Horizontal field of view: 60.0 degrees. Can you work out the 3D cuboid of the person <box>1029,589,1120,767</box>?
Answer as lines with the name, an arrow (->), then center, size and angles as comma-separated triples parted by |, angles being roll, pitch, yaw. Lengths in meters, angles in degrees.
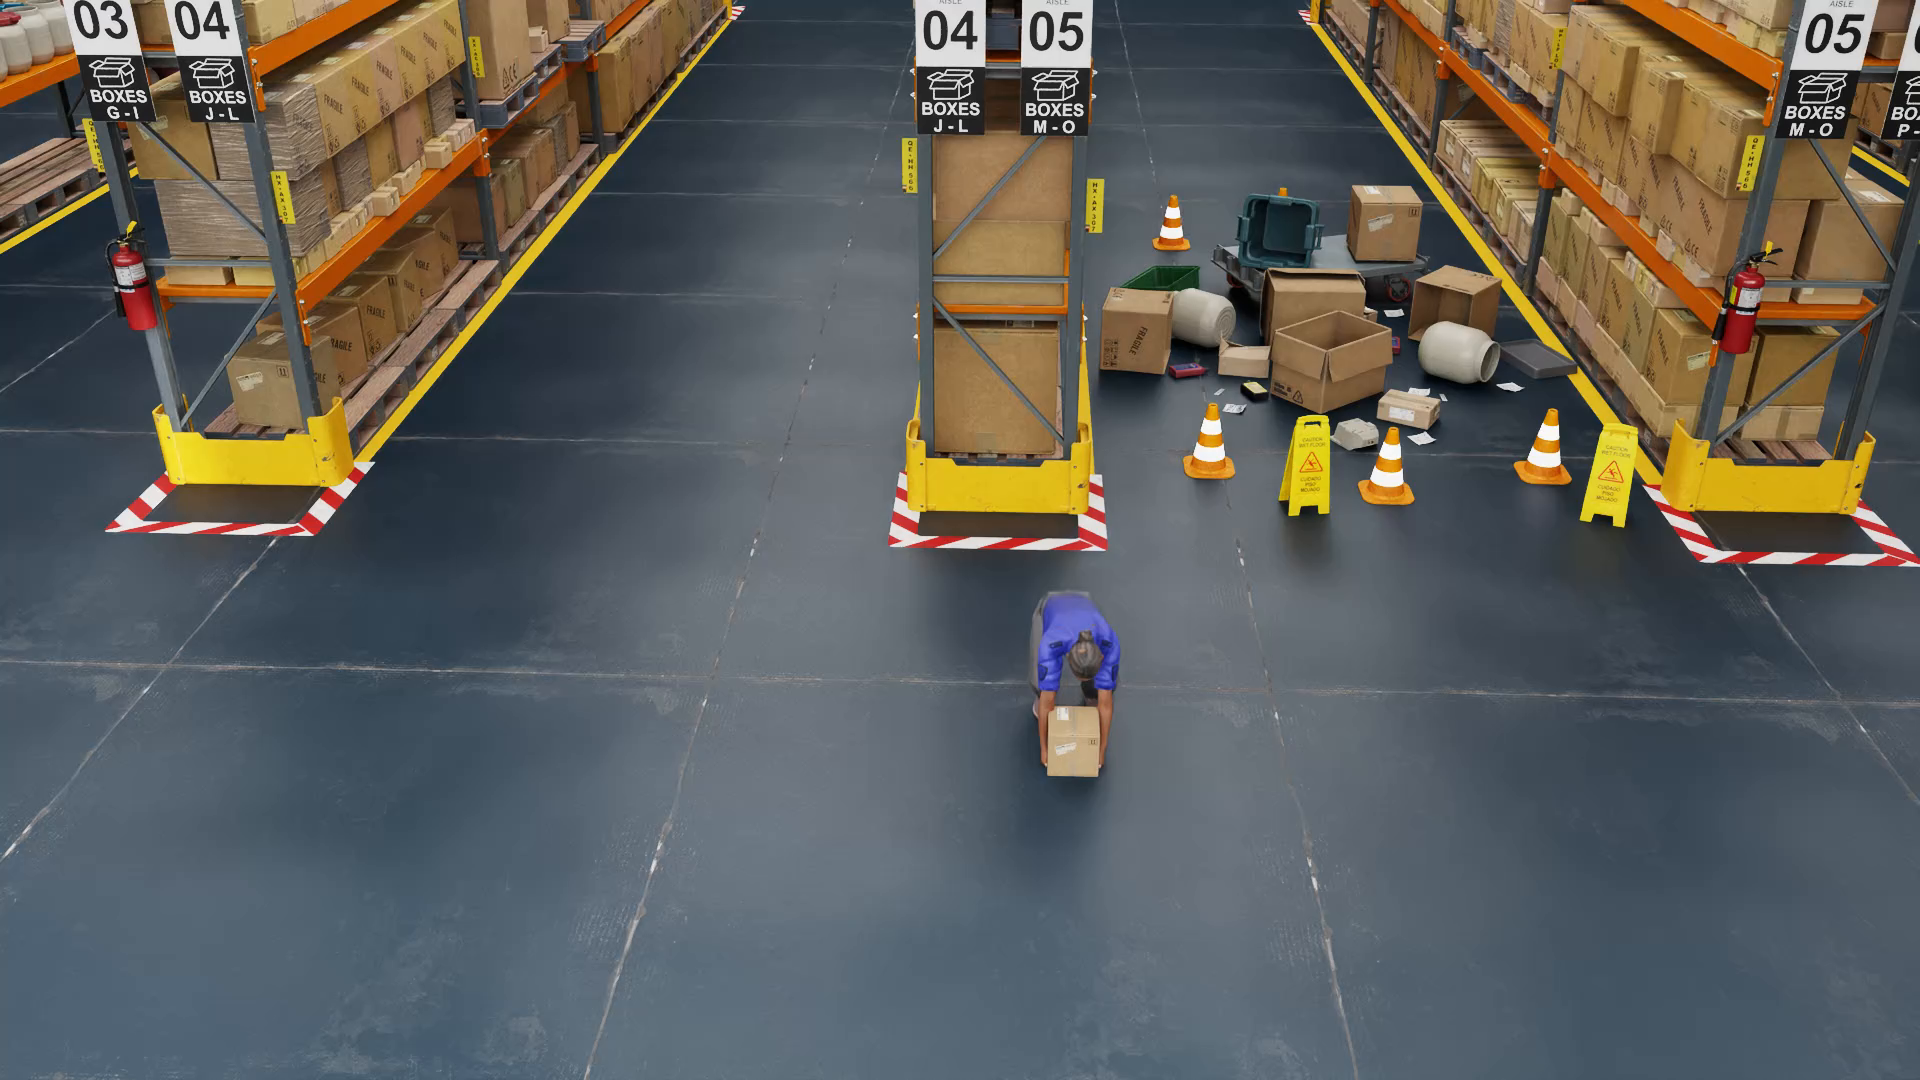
person -> 0.576, 0.644, 8.427 | 0.457, 0.744, 0.862 | 0, 28, 1
